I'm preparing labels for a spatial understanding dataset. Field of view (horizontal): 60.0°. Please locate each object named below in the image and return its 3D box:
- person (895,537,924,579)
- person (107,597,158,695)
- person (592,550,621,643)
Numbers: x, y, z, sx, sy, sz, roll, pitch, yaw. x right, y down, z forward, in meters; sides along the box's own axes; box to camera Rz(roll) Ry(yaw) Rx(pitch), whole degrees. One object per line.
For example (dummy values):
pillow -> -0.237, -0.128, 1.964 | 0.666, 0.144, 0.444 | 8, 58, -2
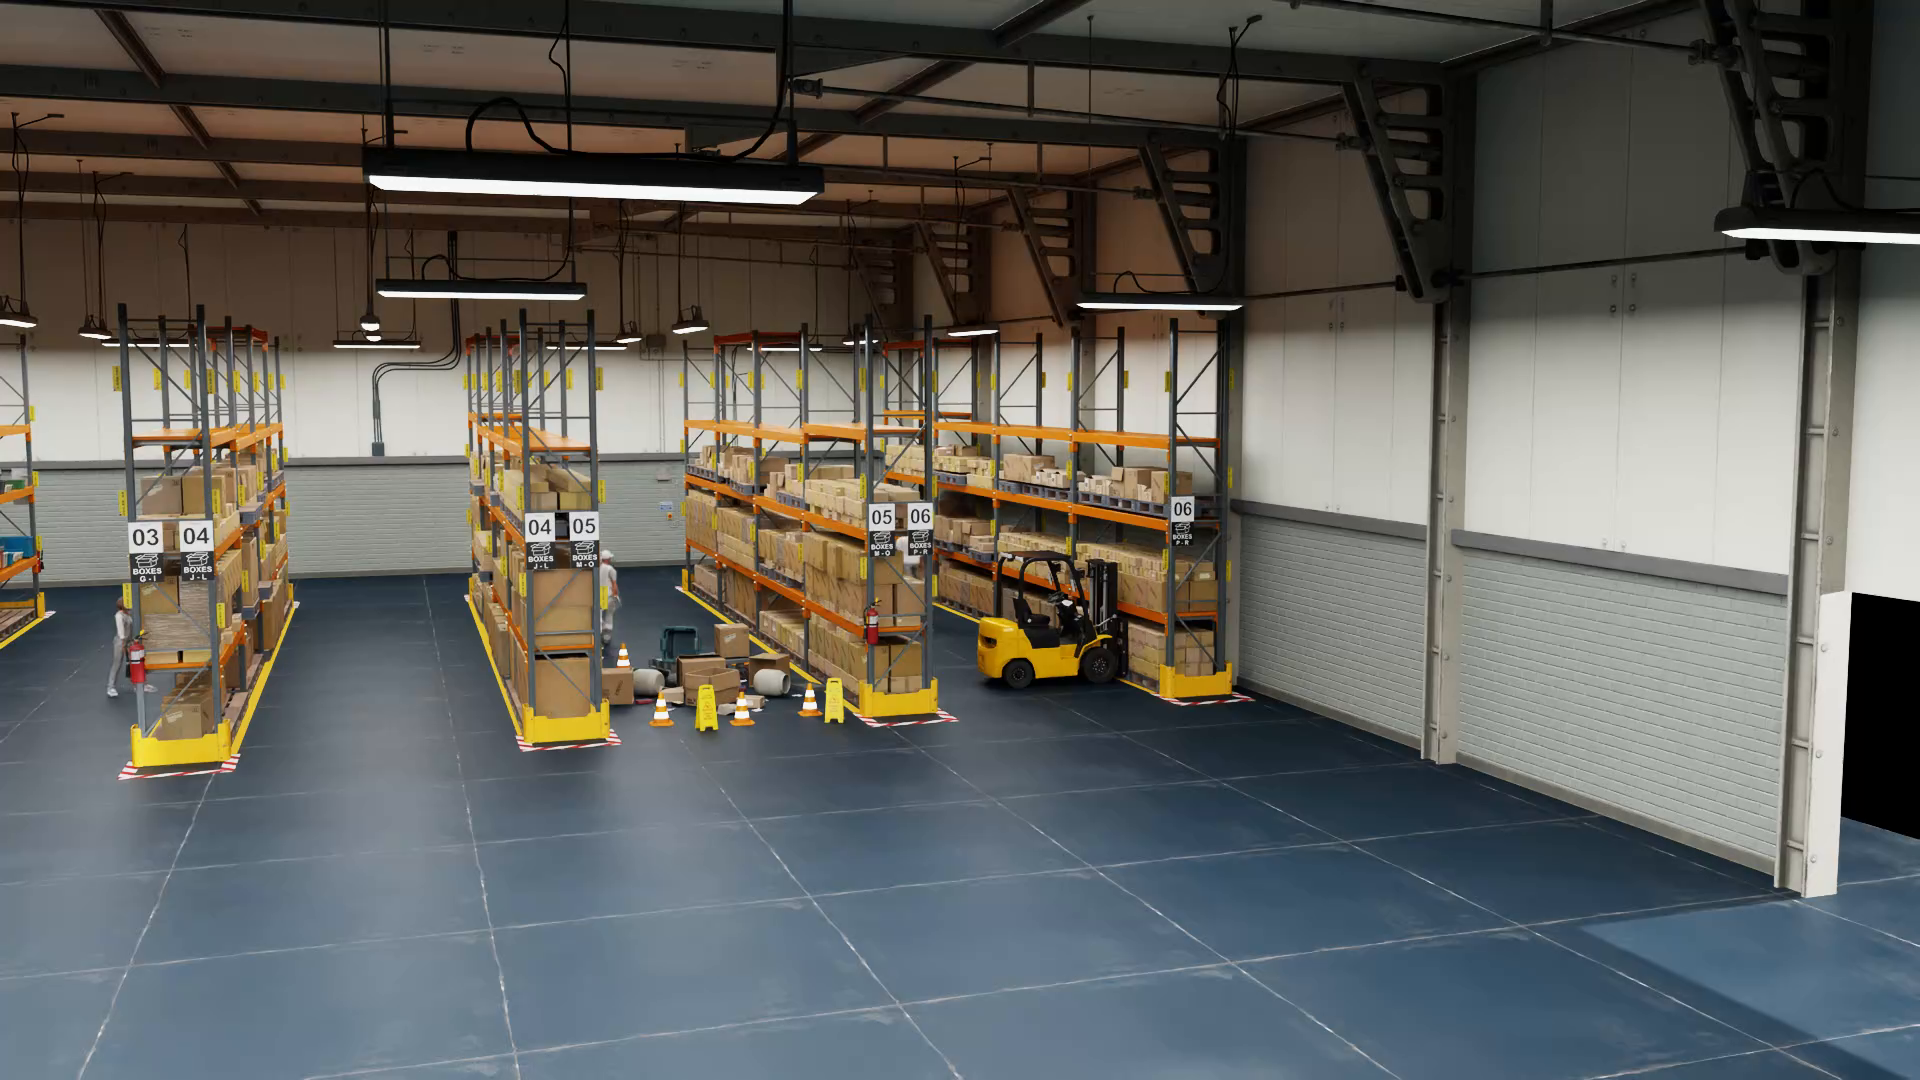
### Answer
person -> -1.090, 0.544, 34.903 | 0.514, 1.865, 0.611 | -4, 7, -36
person -> -13.335, 1.682, 26.666 | 0.603, 1.587, 0.581 | 1, 5, 8
person -> -6.777, 1.090, 31.714 | 0.592, 1.778, 0.539 | -1, 6, -13
